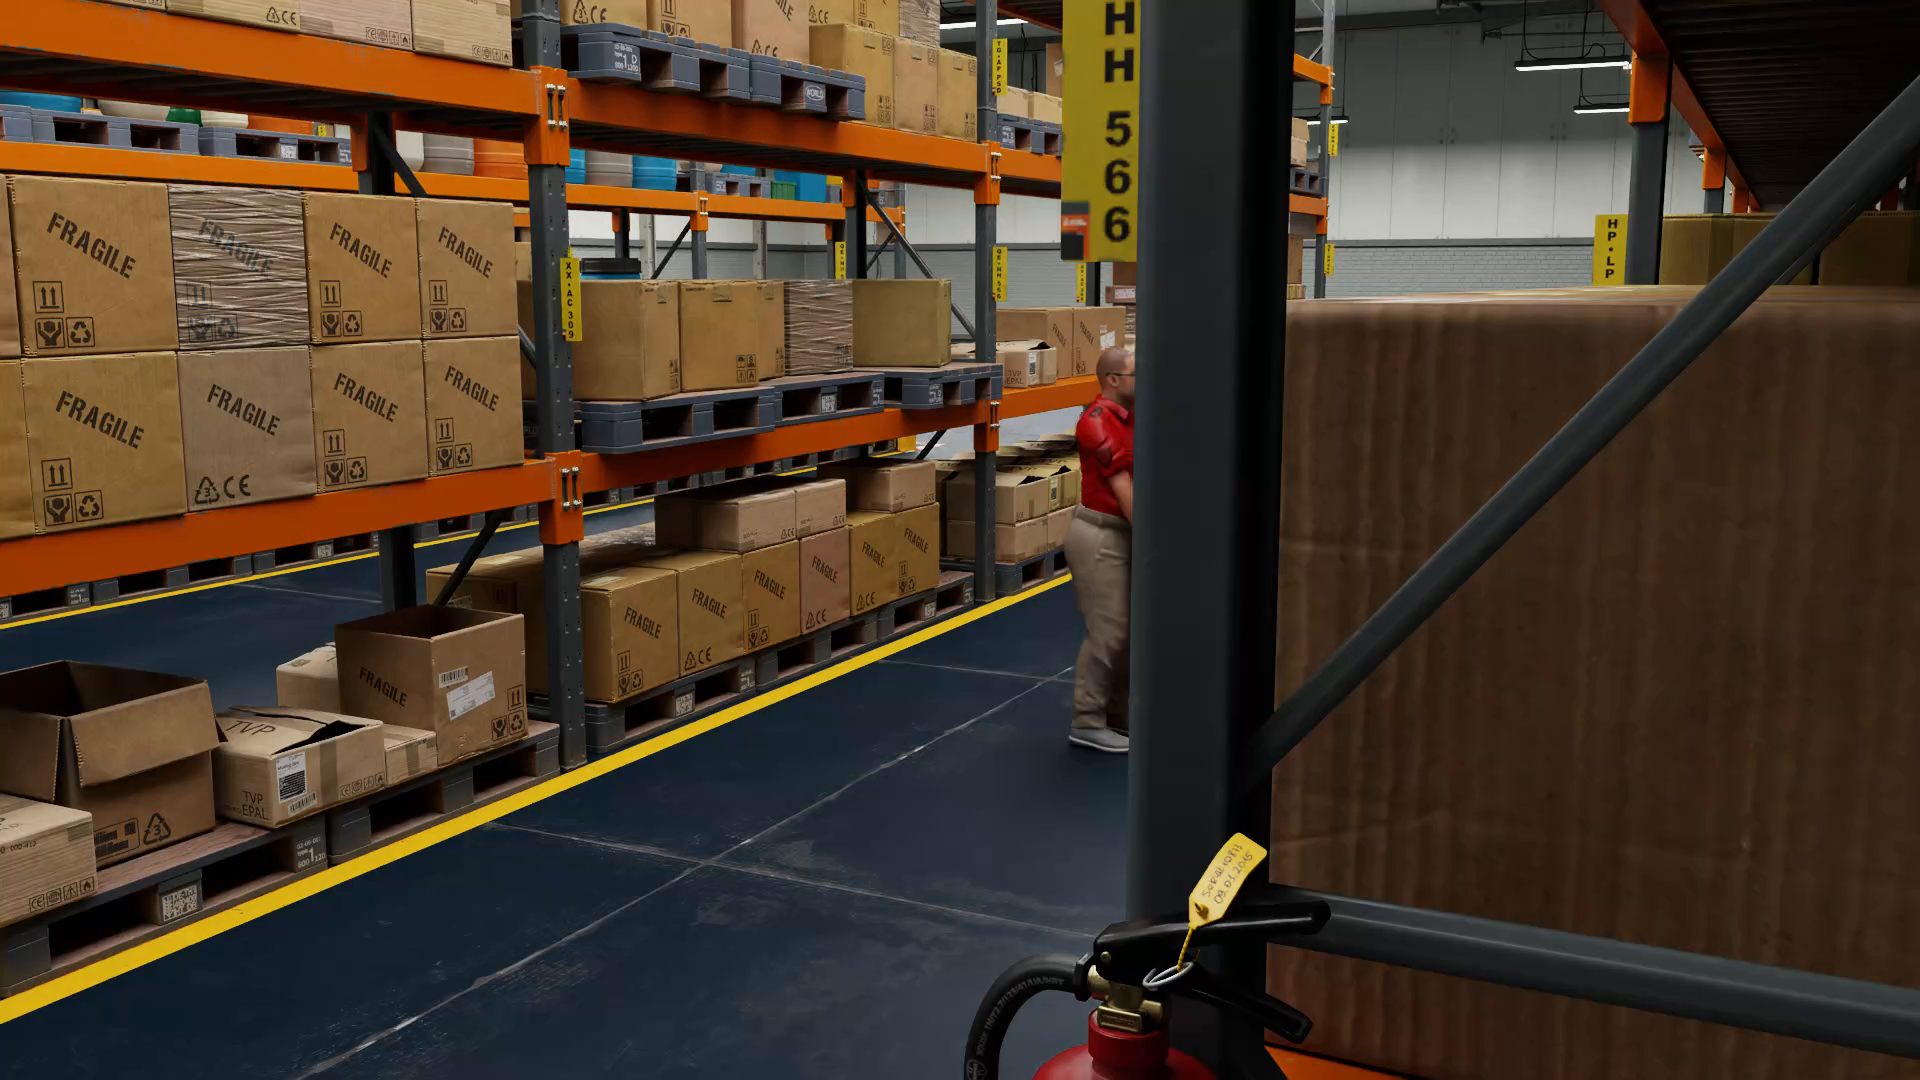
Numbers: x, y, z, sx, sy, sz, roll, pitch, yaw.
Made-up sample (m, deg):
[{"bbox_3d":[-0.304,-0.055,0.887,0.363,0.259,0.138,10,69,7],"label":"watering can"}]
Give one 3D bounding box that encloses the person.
[{"bbox_3d":[0.747,0.041,7.200,0.537,1.717,0.494,5,10,27],"label":"person"}]
